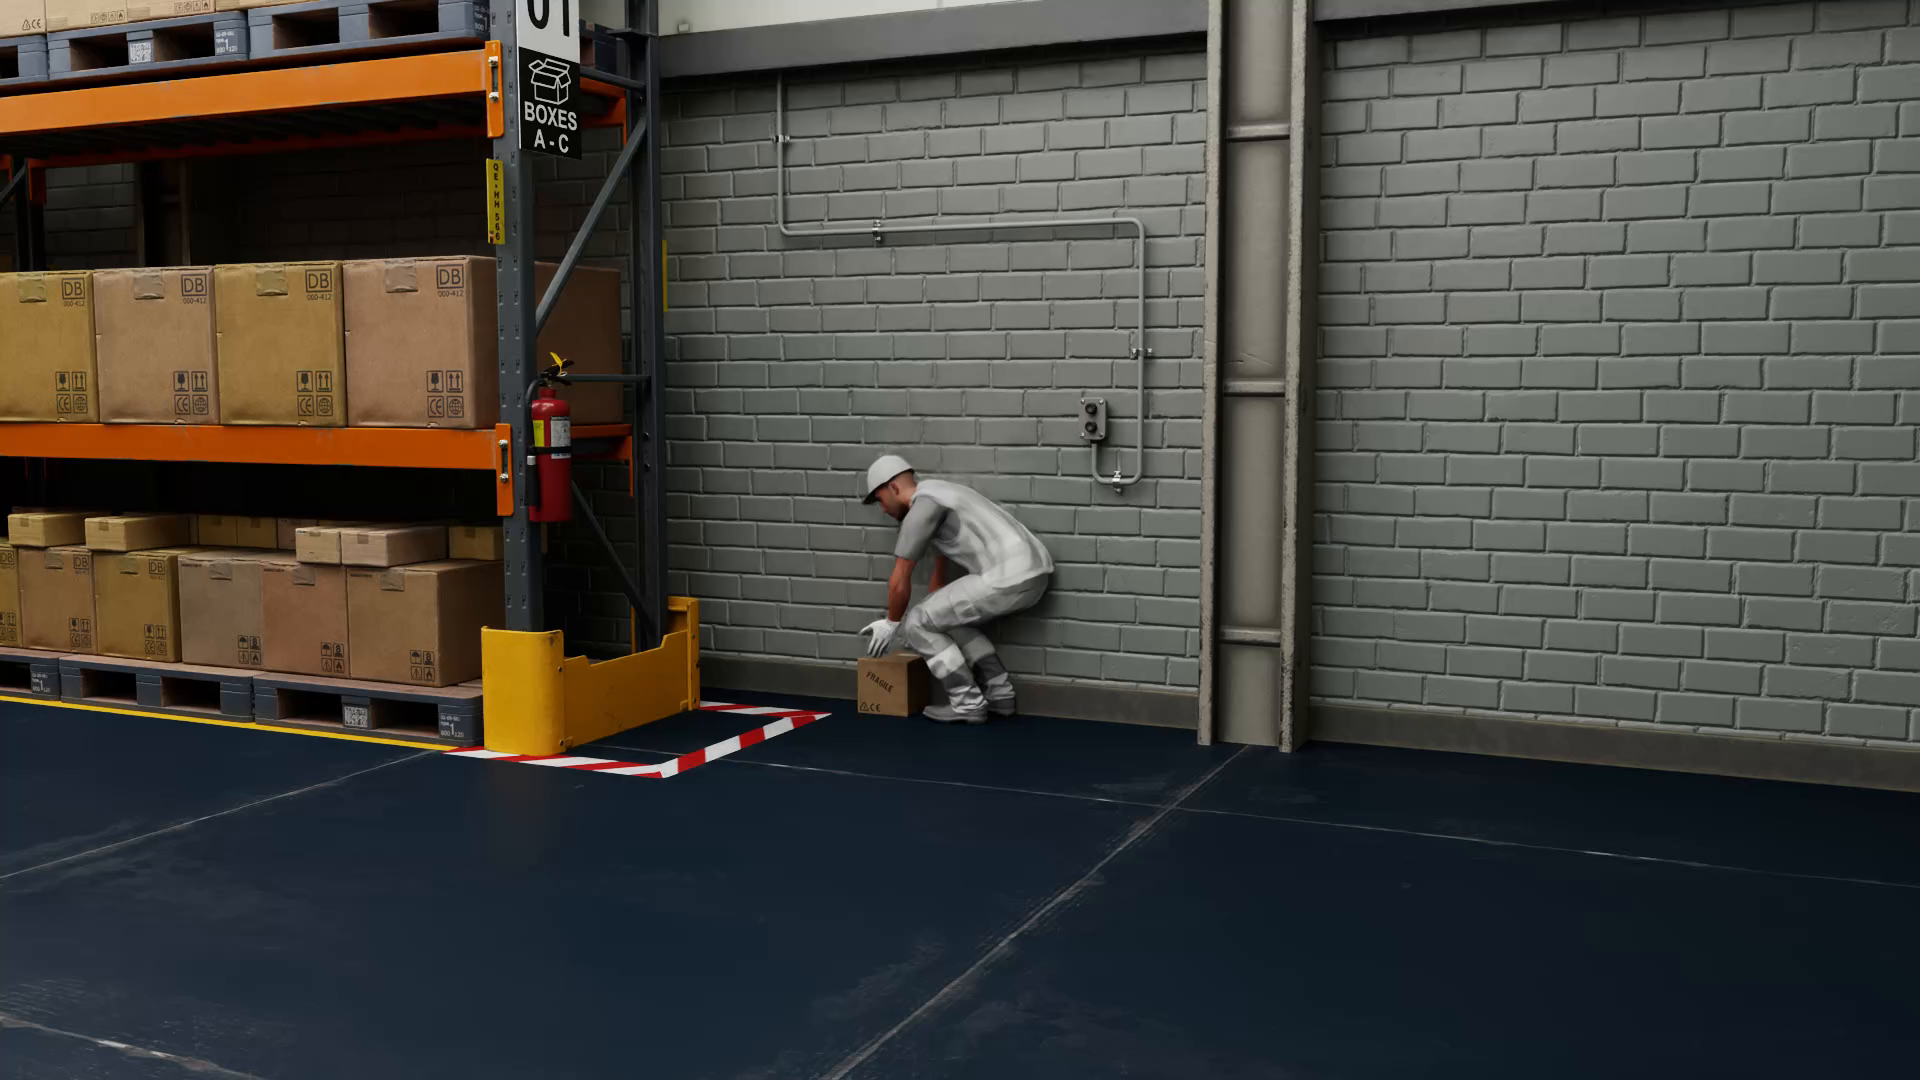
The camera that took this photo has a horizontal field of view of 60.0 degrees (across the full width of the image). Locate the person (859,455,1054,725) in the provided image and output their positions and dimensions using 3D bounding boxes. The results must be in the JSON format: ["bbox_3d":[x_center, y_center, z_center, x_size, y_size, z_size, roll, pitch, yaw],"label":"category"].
[{"bbox_3d":[-0.027,0.212,7.377,0.852,1.172,0.584,2,6,24],"label":"person"}]
